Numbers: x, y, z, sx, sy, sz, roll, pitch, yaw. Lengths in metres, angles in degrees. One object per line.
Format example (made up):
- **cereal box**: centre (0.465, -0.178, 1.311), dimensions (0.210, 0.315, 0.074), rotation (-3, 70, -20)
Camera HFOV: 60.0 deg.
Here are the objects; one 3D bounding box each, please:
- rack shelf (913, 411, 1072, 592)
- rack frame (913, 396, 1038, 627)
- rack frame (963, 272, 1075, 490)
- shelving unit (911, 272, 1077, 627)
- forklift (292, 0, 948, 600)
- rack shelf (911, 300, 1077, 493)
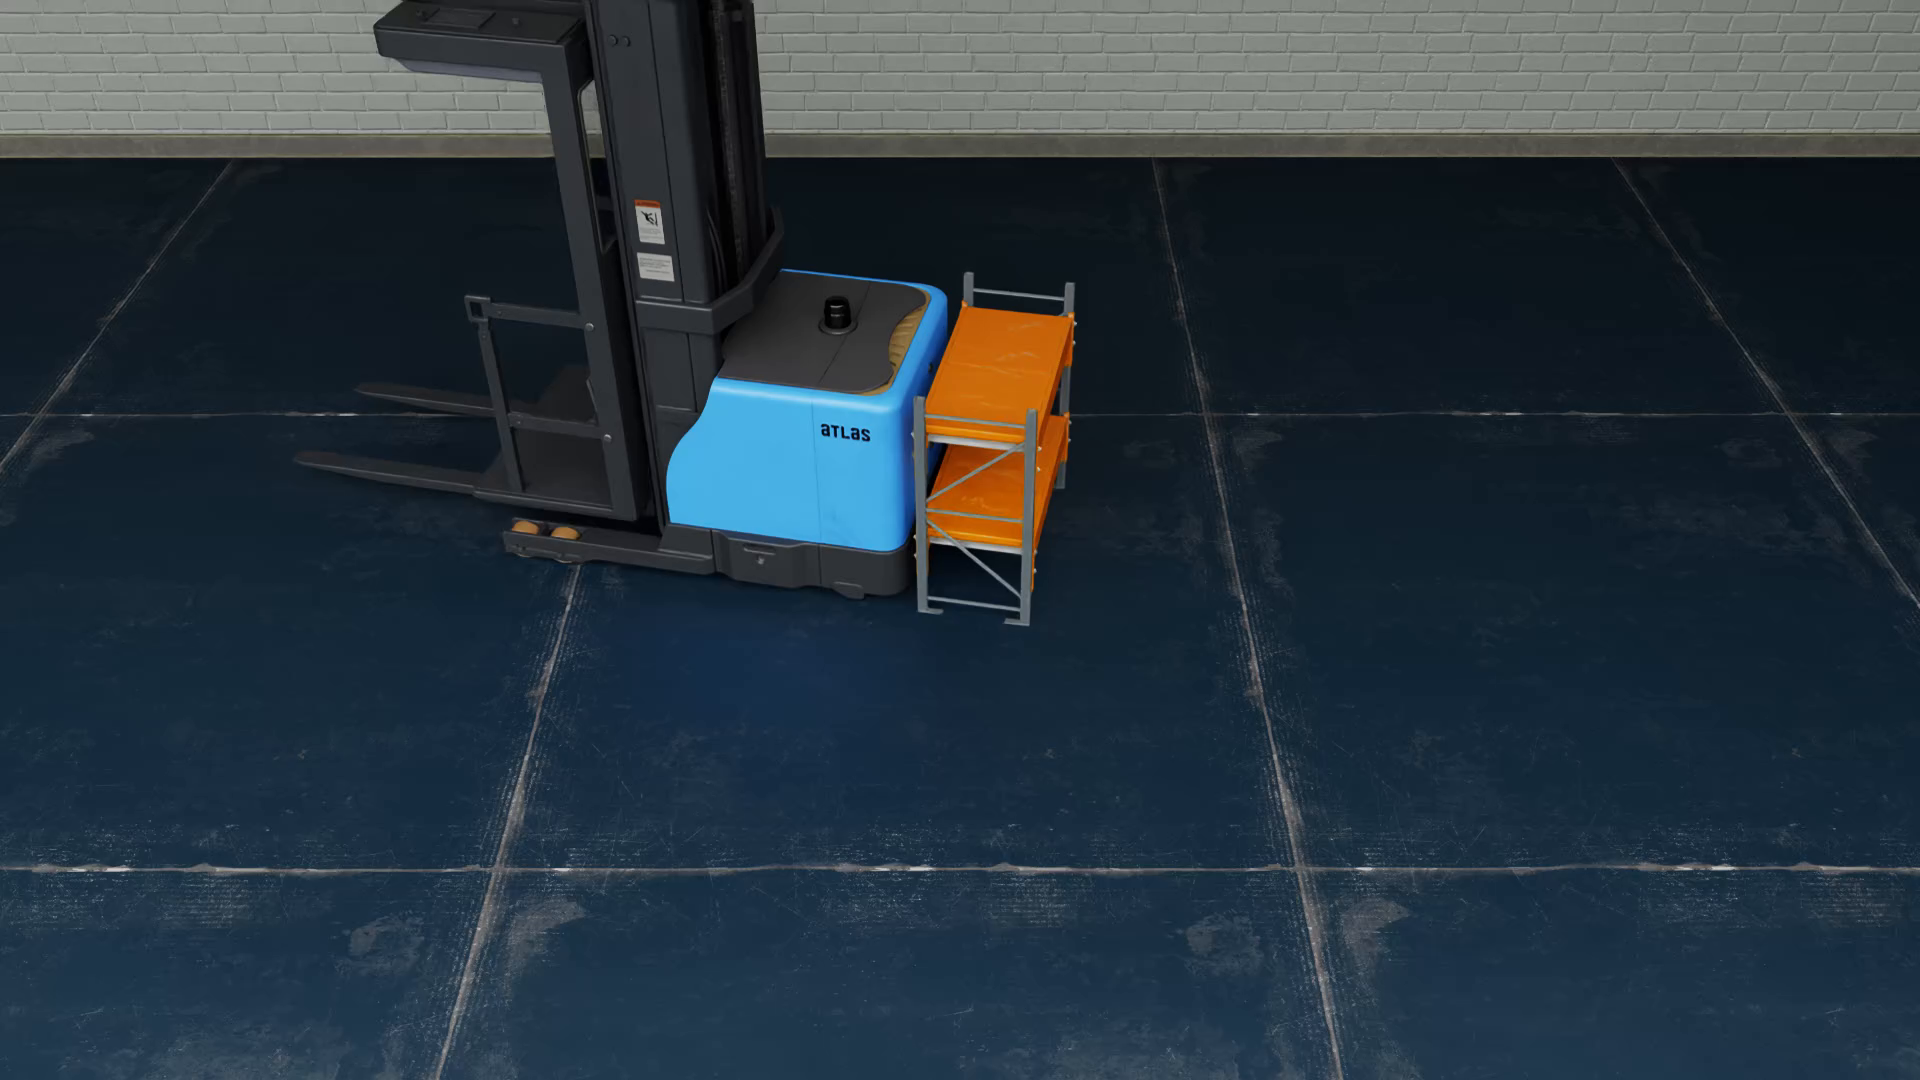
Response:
- **rack shelf**: centre (0.162, -0.220, 7.516), dimensions (0.538, 0.278, 1.000), rotation (7, 39, 9)
- **rack frame**: centre (0.061, -0.099, 6.975), dimensions (0.500, 1.125, 0.032), rotation (7, 39, 9)
- **rack frame**: centre (0.263, -0.723, 7.752), dimensions (0.500, 1.125, 0.032), rotation (7, 39, 9)
- **shelving unit**: centre (0.162, -0.411, 7.363), dimensions (0.538, 1.125, 1.048), rotation (7, 39, 9)
- **forklift**: centre (-1.613, -1.351, 7.092), dimensions (3.031, 2.935, 1.130), rotation (8, 39, 10)
- **rack shelf**: centre (0.162, -0.639, 7.180), dimensions (0.538, 0.278, 1.000), rotation (7, 39, 9)
